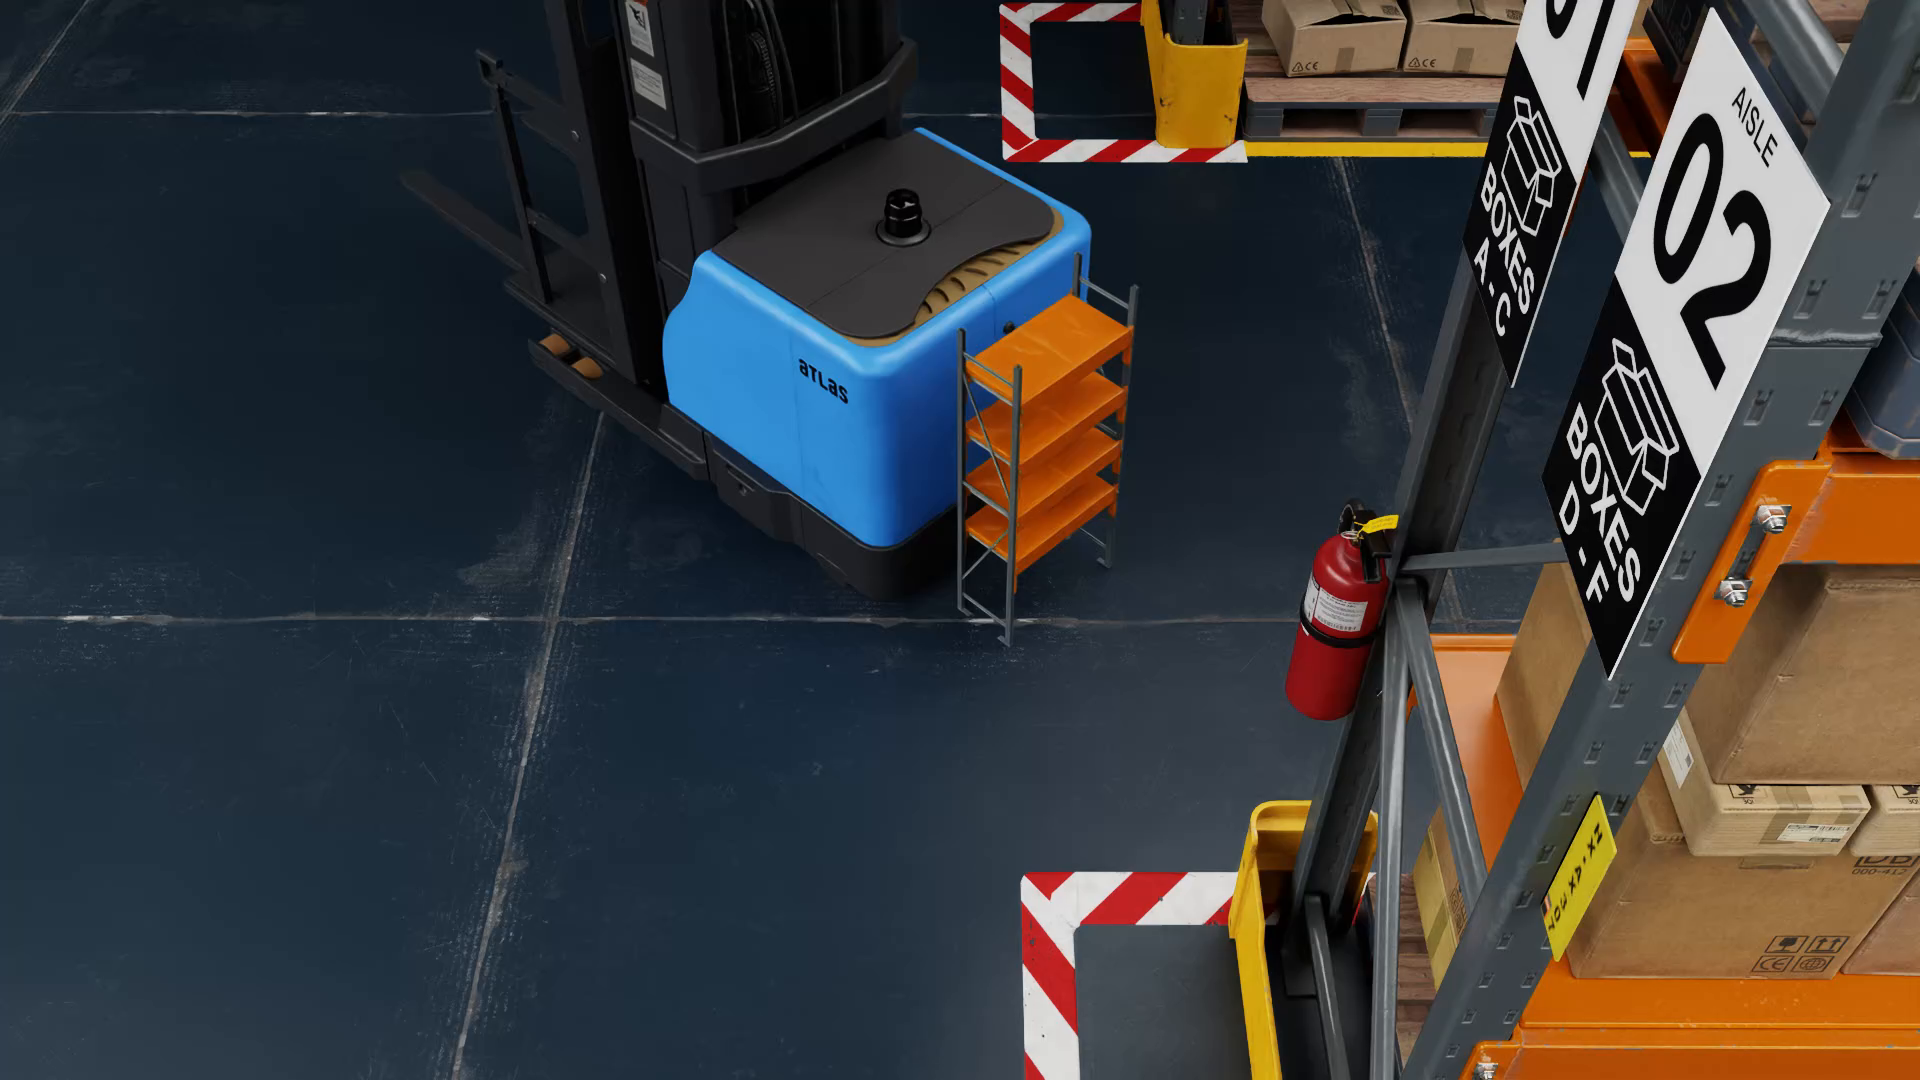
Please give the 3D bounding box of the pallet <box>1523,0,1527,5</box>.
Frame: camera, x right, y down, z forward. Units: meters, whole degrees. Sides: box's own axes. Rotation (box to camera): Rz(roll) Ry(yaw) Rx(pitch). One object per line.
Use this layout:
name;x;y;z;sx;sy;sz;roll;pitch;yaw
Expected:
pallet;3.079;-2.200;7.654;1.213;0.211;1.003;0;47;0

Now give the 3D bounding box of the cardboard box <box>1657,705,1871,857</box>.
cardboard box;1.351;0.345;2.868;0.250;0.149;0.380;0;47;0

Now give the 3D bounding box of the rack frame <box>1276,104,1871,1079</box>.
rack frame;0.959;0.442;3.290;0.127;3.000;1.000;0;47;0

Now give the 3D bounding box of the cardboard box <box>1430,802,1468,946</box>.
cardboard box;1.497;0.764;4.069;0.500;0.500;0.500;0;47;0

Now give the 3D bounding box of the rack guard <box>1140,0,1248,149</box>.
rack guard;1.050;-2.332;7.579;0.348;0.500;1.175;0;47;0

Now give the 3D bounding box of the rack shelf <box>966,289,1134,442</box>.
rack shelf;0.254;-0.518;4.875;0.258;0.148;0.480;36;57;29

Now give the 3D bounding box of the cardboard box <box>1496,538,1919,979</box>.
cardboard box;1.426;0.418;3.243;0.500;0.500;0.700;0;47;0

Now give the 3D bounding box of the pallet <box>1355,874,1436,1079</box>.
pallet;1.724;1.363;4.337;1.213;0.211;1.003;0;47;0

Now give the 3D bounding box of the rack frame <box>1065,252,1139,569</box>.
rack frame;0.426;-0.376;5.281;0.240;1.200;0.015;36;57;29

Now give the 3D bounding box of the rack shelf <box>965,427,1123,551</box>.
rack shelf;0.254;-0.204;5.212;0.258;0.148;0.480;36;57;29

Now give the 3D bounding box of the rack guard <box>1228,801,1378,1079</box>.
rack guard;0.935;1.293;4.205;0.348;0.500;1.175;0;47;0

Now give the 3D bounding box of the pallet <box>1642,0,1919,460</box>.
pallet;1.666;-0.529;2.205;1.213;0.211;1.003;0;47;0

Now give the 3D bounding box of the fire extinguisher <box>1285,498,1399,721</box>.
fire extinguisher;0.843;0.128;3.635;0.183;0.674;0.296;0;47;0

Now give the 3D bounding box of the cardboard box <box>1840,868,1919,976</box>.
cardboard box;1.951;0.416;3.245;0.500;0.500;0.700;1;47;1

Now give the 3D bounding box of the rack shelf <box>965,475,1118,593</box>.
rack shelf;0.254;-0.069;5.357;0.258;0.148;0.480;36;57;29

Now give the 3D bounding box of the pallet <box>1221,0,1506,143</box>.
pallet;1.862;-2.206;7.659;1.213;0.211;1.003;0;47;0

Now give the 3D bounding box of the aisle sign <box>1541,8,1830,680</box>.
aisle sign;0.893;-0.220;2.129;0.004;0.787;0.394;0;47;0

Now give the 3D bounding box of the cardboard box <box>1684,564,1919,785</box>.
cardboard box;1.479;-0.024;2.768;0.500;0.500;0.700;0;47;0

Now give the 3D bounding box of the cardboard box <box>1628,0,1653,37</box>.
cardboard box;2.969;-2.375;7.318;0.500;0.500;0.700;-3;47;-2

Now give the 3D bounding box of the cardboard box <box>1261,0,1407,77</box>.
cardboard box;1.666;-2.350;7.425;0.500;0.311;0.500;-5;47;-4

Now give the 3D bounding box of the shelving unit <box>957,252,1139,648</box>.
shelving unit;0.254;-0.250;5.163;0.258;1.200;0.503;36;57;29

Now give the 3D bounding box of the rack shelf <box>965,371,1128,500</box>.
rack shelf;0.254;-0.356;5.048;0.258;0.148;0.480;36;57;29

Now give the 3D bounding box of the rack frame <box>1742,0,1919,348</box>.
rack frame;0.959;-1.602;1.094;0.127;3.000;1.000;0;47;0

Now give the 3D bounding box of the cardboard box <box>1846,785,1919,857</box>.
cardboard box;1.615;0.344;2.869;0.250;0.149;0.380;-1;47;-1

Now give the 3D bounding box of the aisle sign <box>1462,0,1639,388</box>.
aisle sign;0.895;-0.659;2.538;0.004;0.787;0.394;0;47;0

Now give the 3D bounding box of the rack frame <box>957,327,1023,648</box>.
rack frame;0.082;-0.123;5.045;0.240;1.200;0.015;36;57;29

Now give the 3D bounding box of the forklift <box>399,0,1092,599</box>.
forklift;-0.983;-1.762;5.388;3.031;2.935;1.130;35;56;28

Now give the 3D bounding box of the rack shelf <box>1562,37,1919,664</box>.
rack shelf;2.959;-0.330;2.450;4.000;0.370;1.077;0;47;0

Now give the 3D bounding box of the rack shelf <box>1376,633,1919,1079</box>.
rack shelf;2.959;0.692;3.548;4.000;0.370;1.077;0;47;0

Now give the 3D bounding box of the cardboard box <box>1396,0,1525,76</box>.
cardboard box;2.236;-2.349;7.423;0.500;0.311;0.500;4;47;3

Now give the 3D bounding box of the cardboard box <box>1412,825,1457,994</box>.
cardboard box;1.497;1.021;4.342;0.500;0.250;0.500;0;47;0

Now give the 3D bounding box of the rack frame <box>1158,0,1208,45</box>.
rack frame;0.974;-3.184;6.665;0.127;3.000;1.000;0;47;0

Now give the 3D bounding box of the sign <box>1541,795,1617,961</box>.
sign;0.951;0.526;2.566;0.005;0.325;0.100;0;47;0
